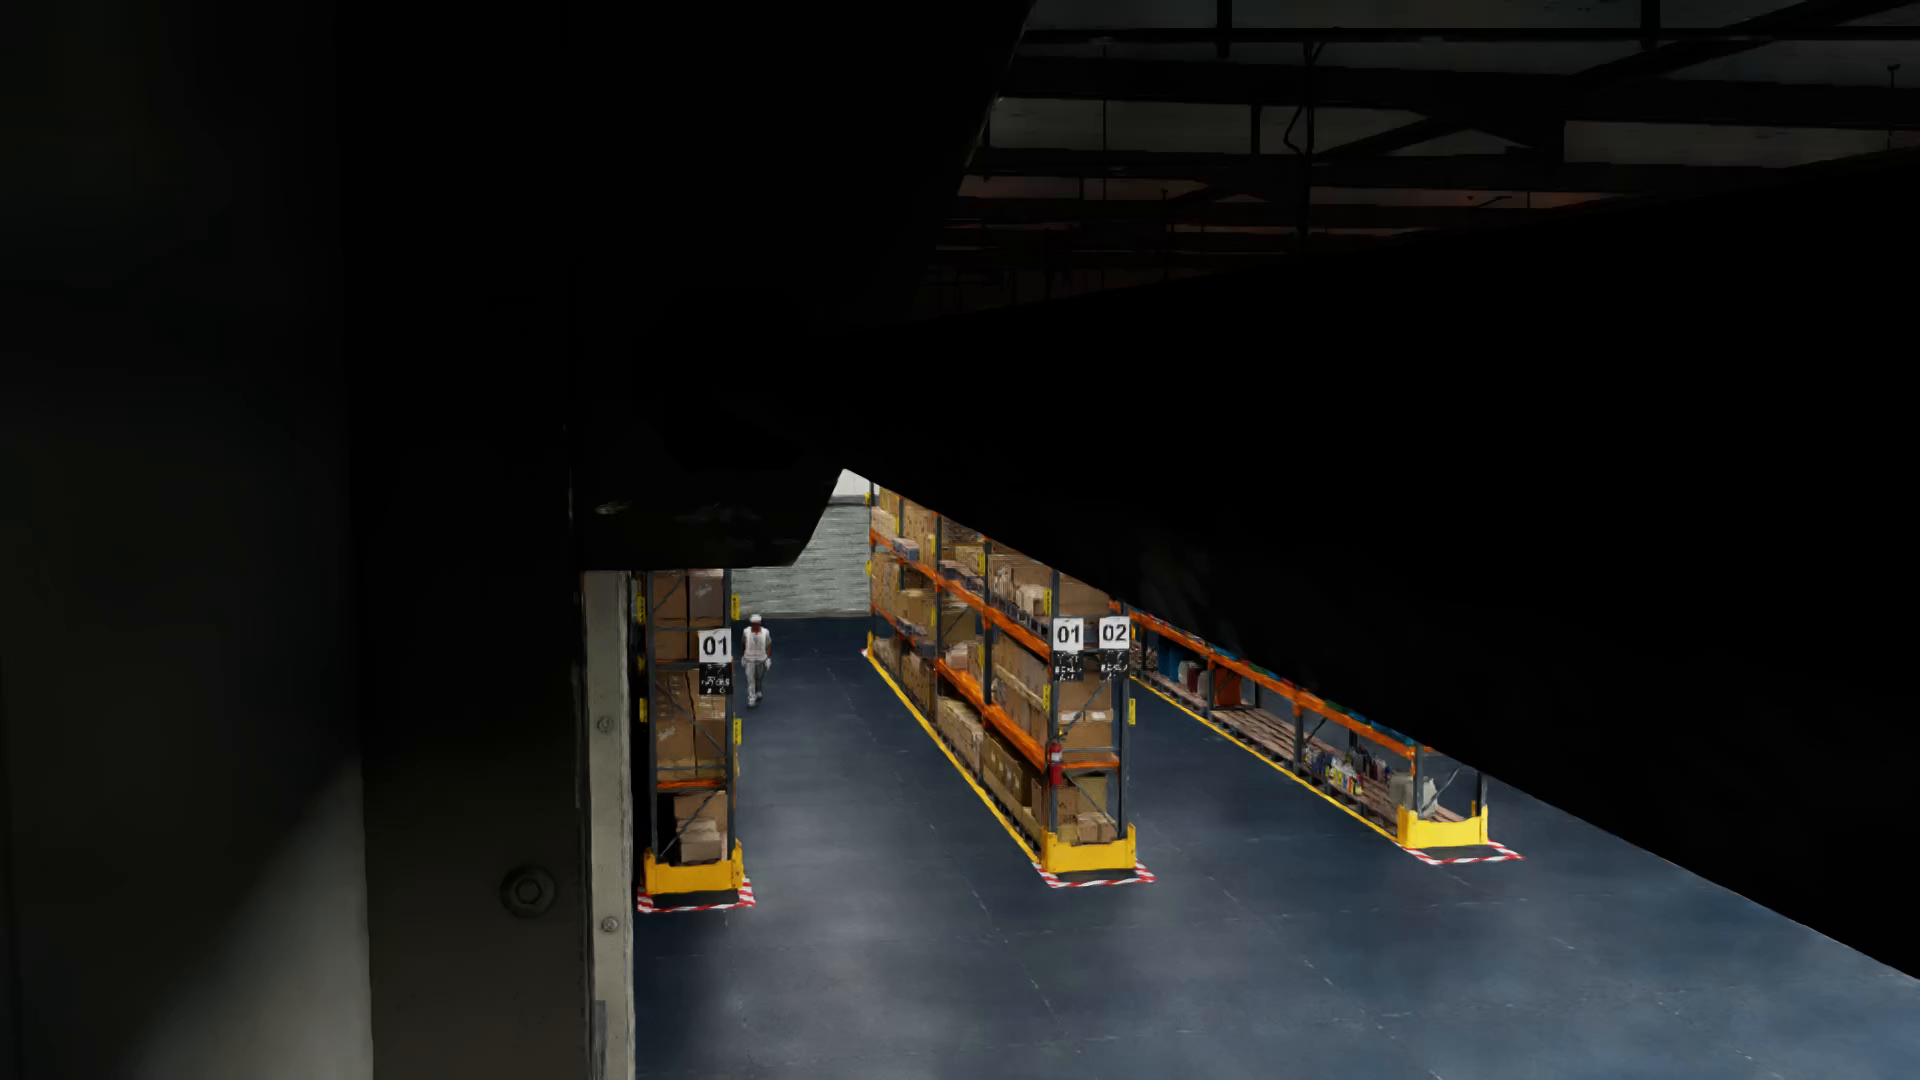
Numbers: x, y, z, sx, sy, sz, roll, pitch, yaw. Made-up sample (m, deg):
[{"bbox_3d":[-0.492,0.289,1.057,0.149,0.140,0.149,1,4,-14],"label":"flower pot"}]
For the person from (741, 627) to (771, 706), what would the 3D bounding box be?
[{"bbox_3d":[-3.823,2.340,31.188,0.544,1.458,1.127,-1,6,-13],"label":"person"}]
